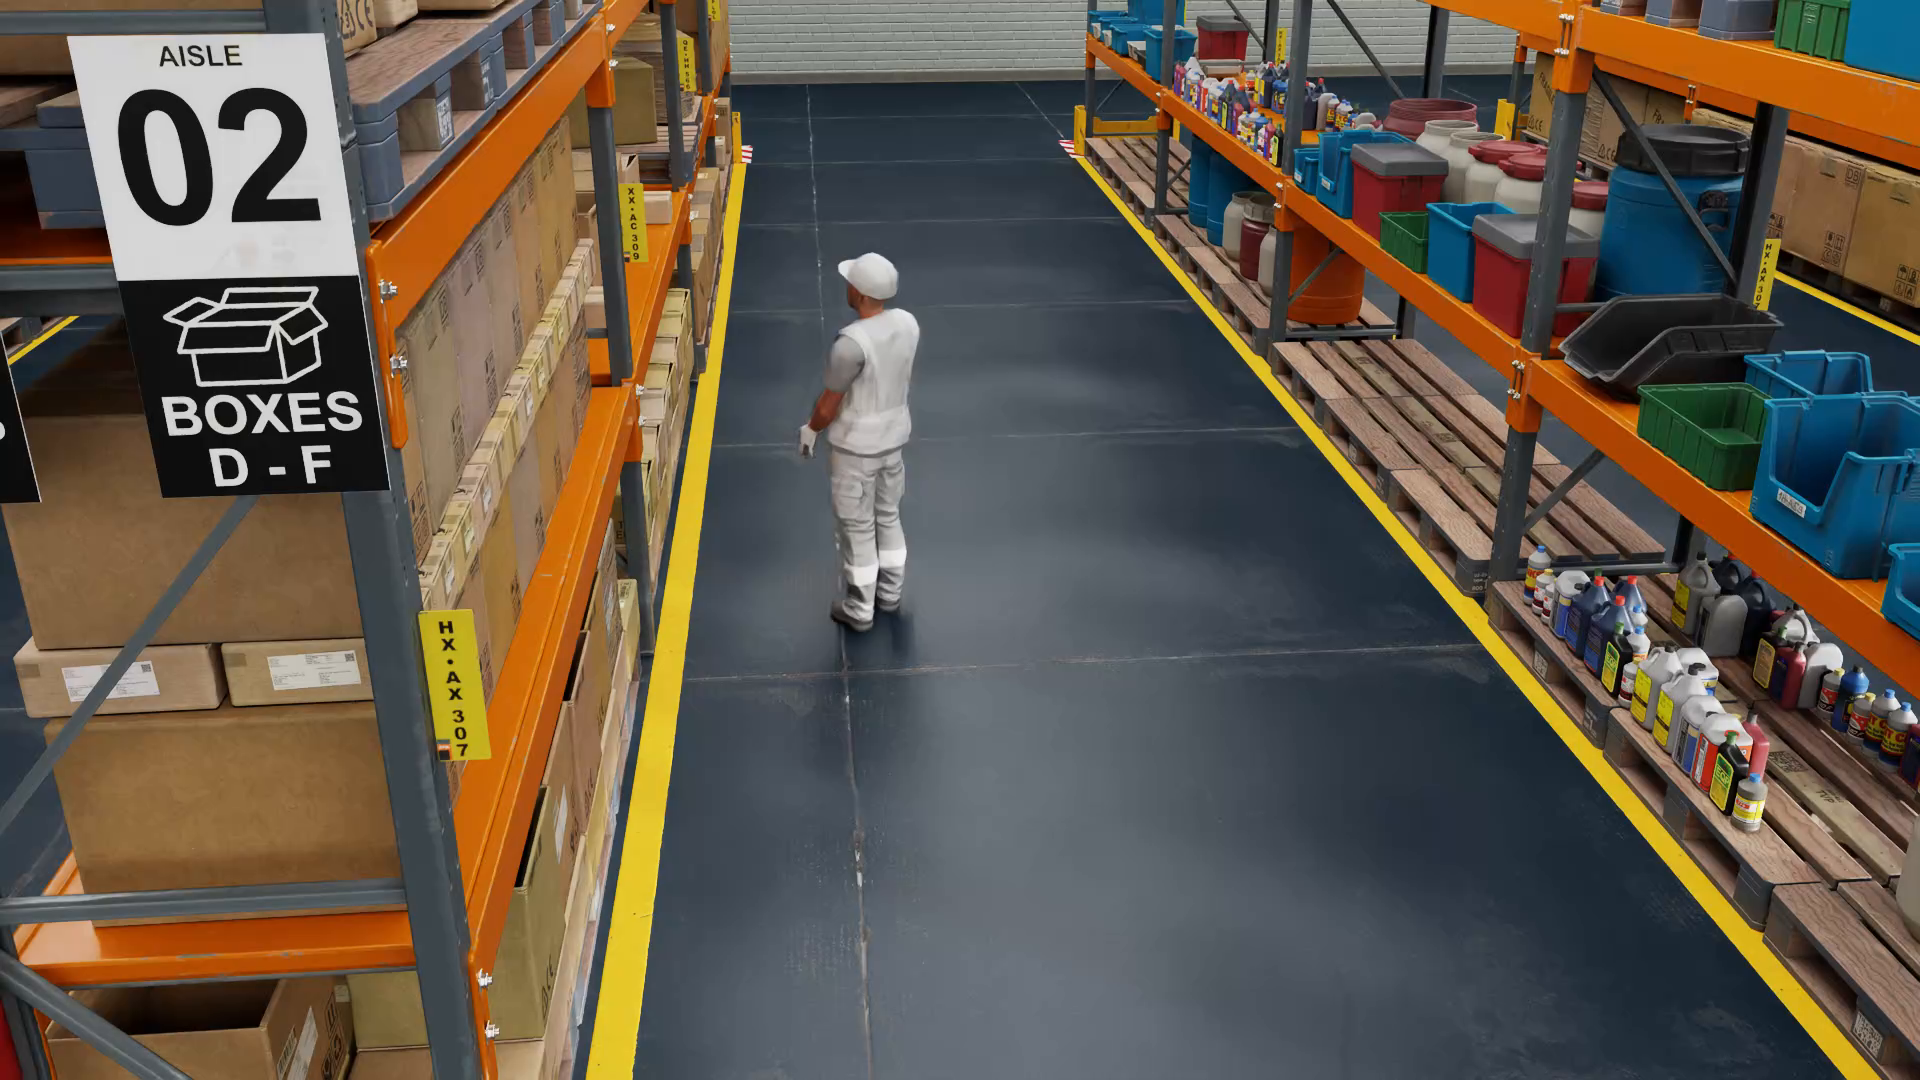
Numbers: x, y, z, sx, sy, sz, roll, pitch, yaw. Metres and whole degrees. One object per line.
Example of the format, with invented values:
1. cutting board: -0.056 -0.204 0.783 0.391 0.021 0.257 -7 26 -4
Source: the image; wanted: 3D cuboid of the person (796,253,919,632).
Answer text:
1. person: -0.449 -0.453 7.586 0.498 1.796 0.578 18 29 35
